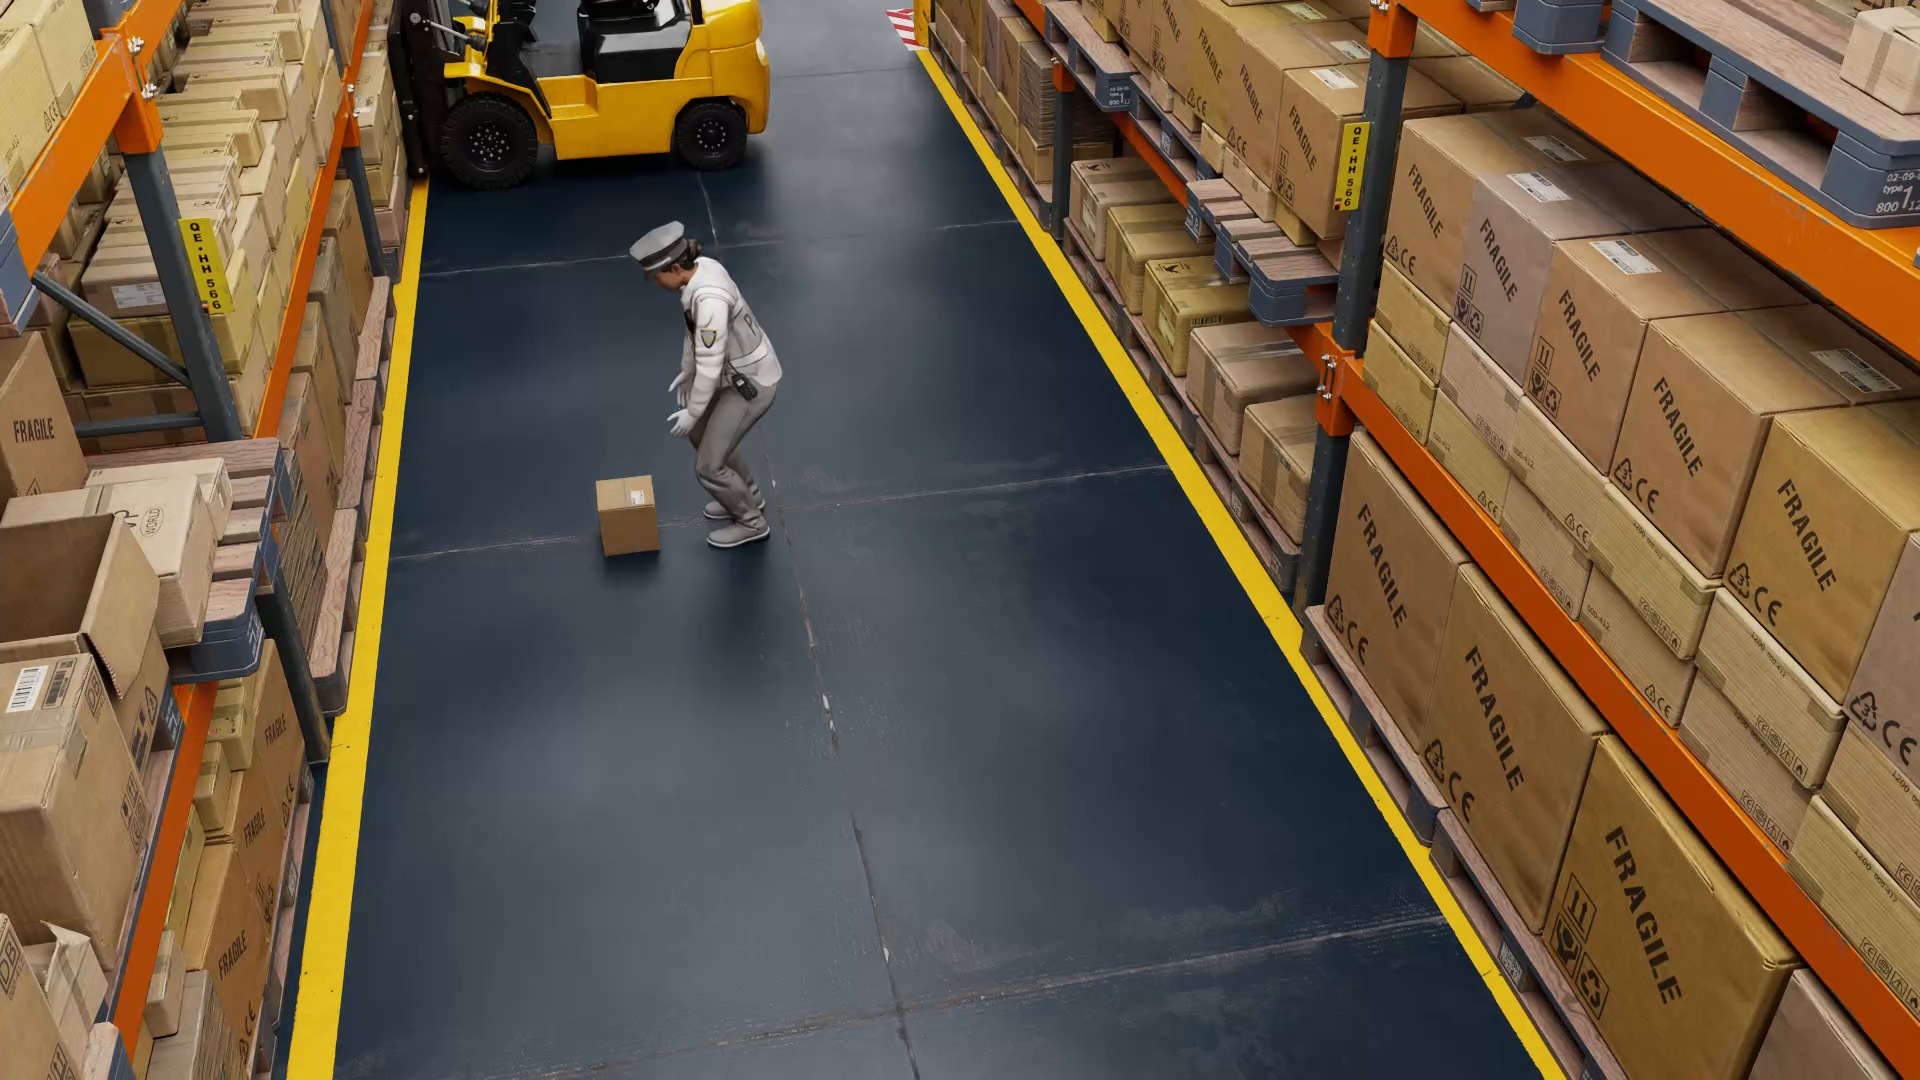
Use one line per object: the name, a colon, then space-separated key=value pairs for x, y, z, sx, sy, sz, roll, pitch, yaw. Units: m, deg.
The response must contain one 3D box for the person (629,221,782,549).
person: x=-1.069 y=-0.666 z=7.246 sx=0.591 sy=1.522 sz=0.527 roll=-7 pitch=35 yaw=-10
